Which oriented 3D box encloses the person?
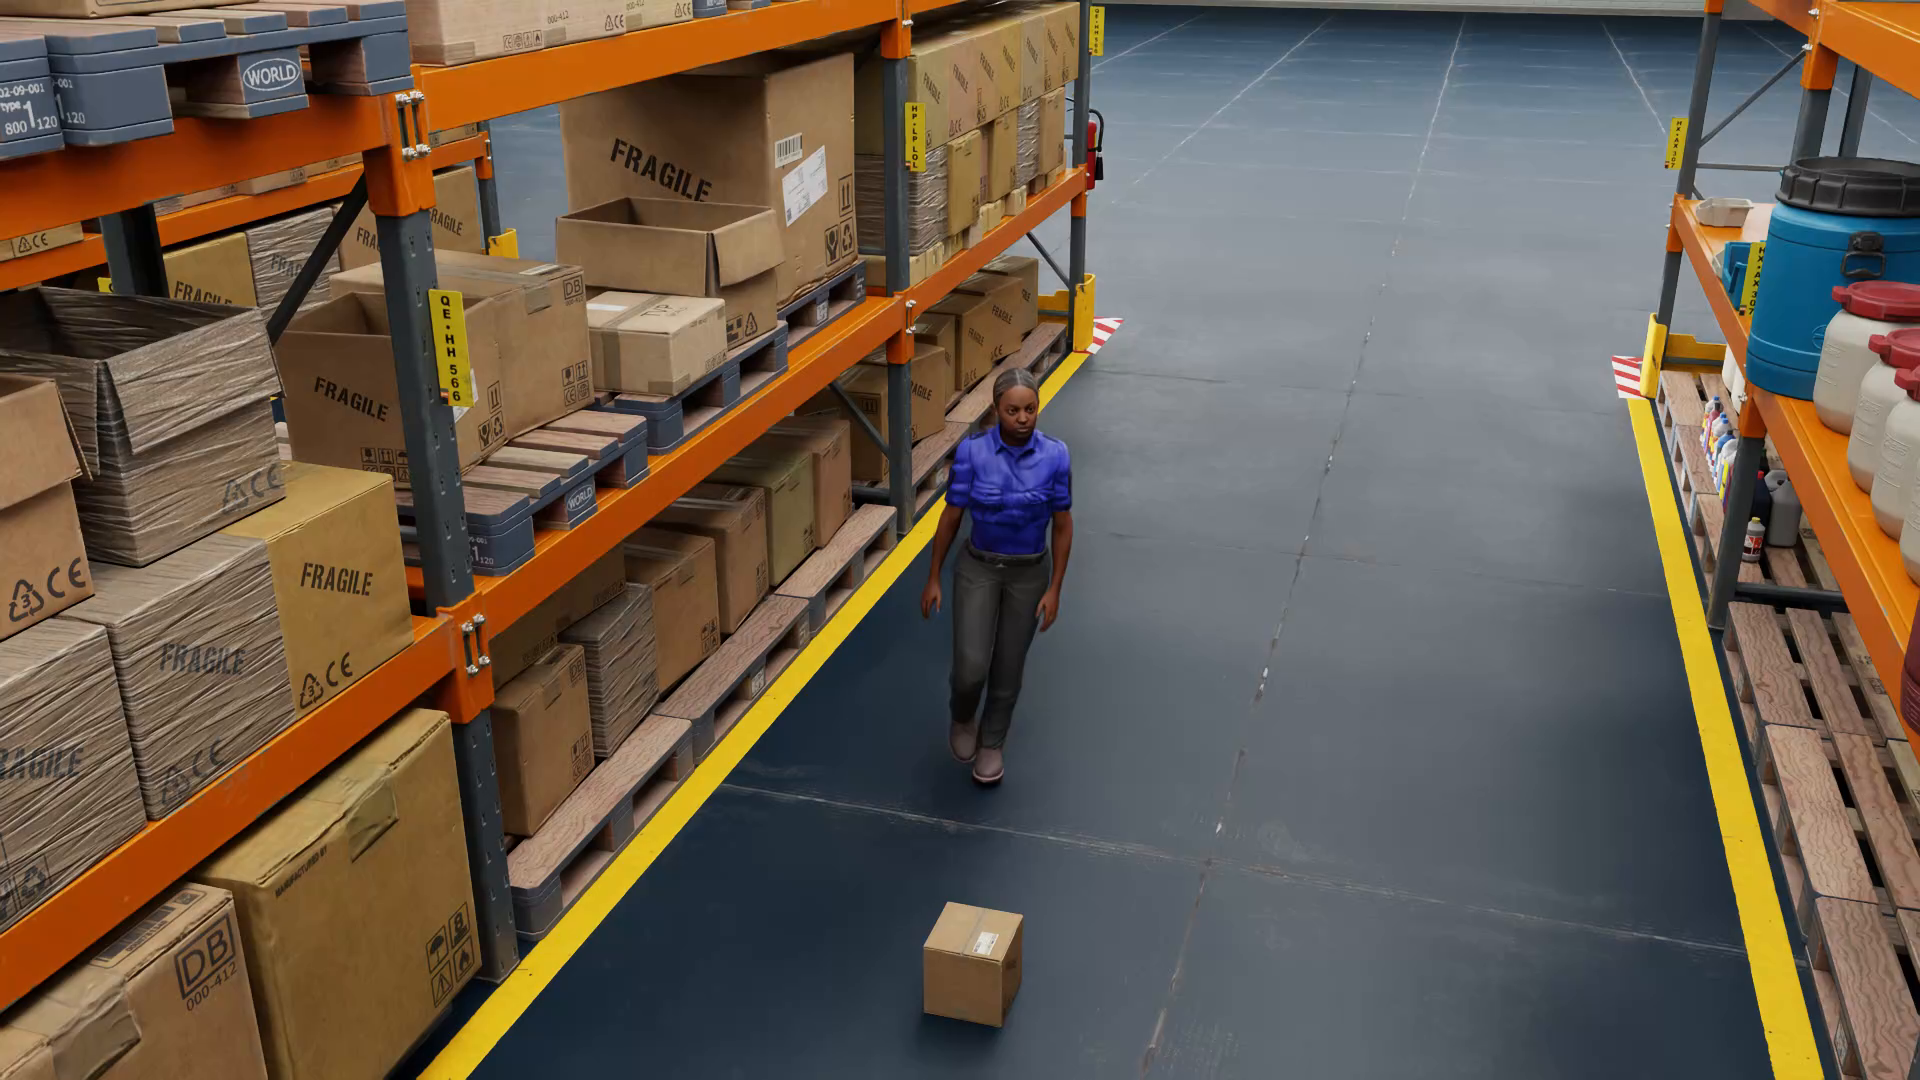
[{"bbox_3d":[0.132,0.122,6.170,0.563,1.583,0.414,-1,22,-3],"label":"person"}]
